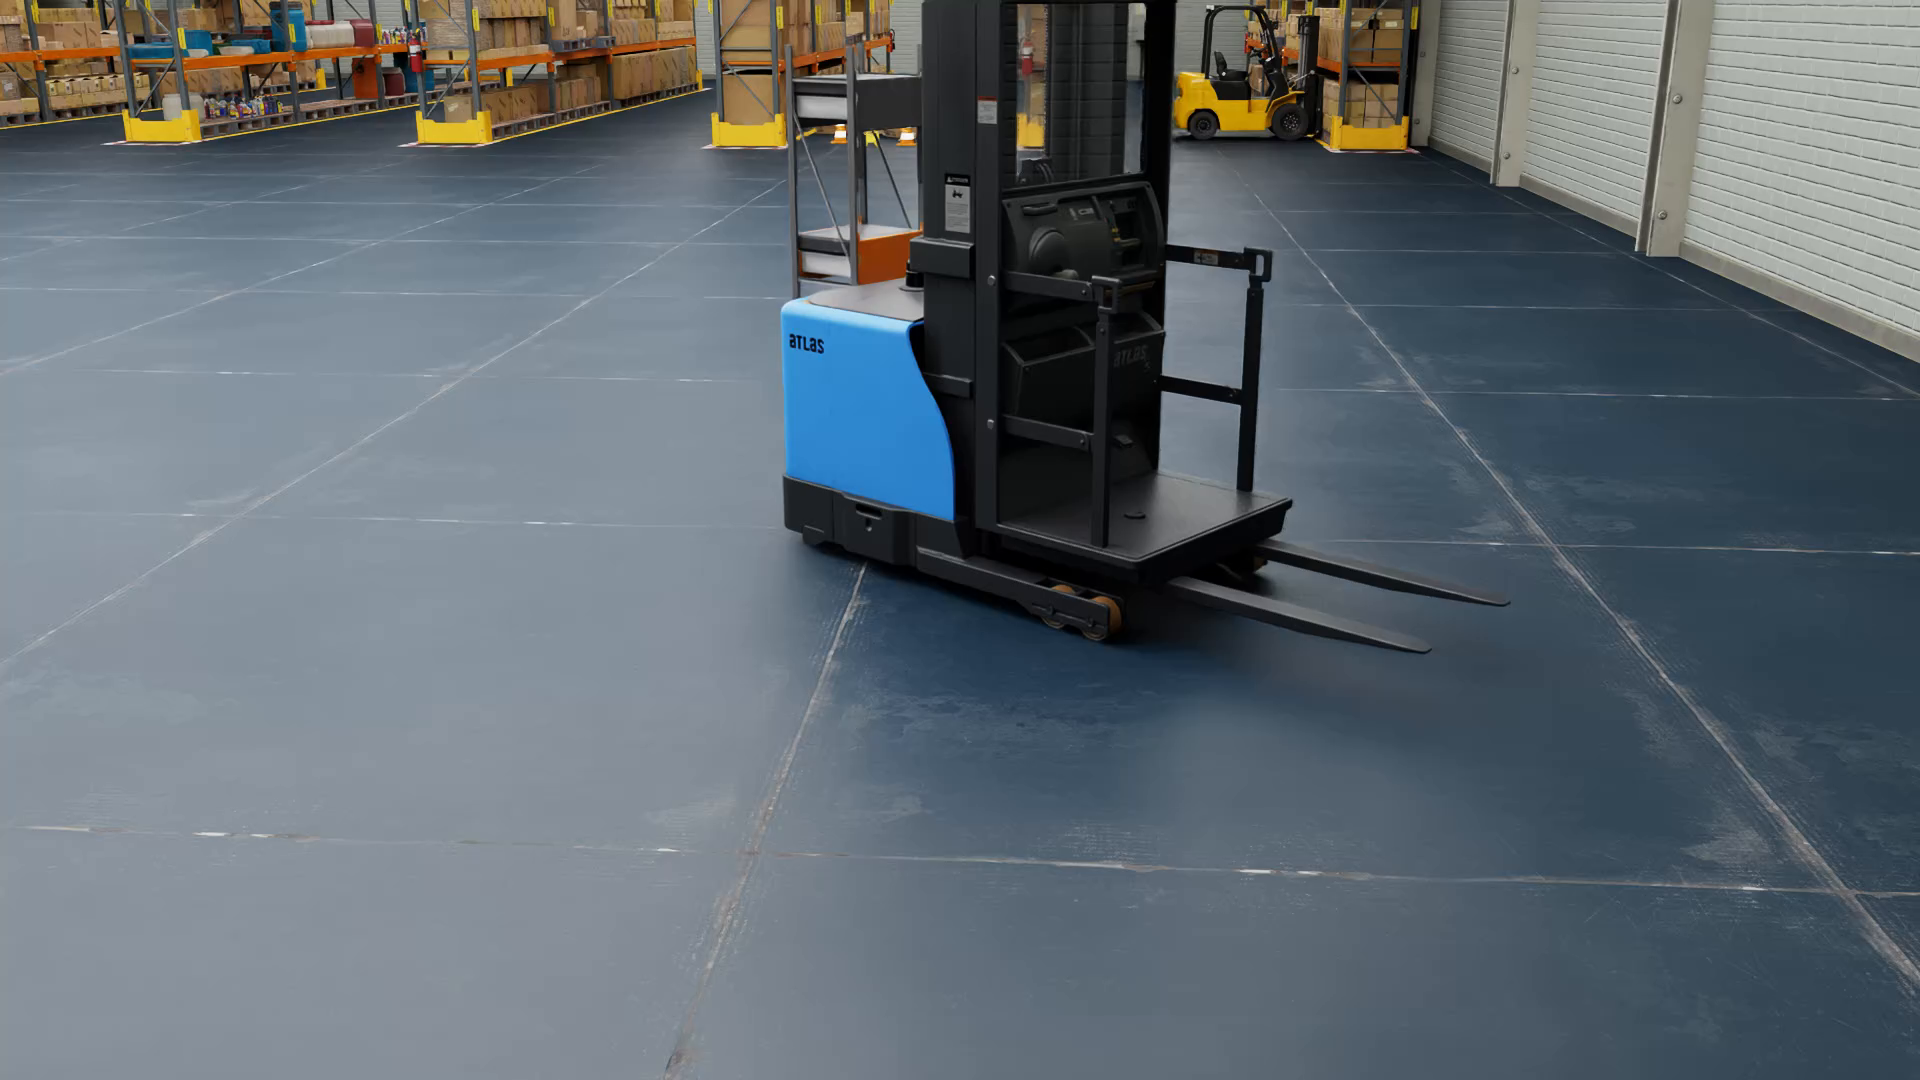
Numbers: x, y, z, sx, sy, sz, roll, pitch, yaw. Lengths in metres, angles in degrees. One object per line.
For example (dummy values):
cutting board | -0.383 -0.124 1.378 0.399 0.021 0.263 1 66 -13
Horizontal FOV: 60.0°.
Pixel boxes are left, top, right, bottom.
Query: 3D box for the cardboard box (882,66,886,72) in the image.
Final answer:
cardboard box | -2.016 -11.610 40.987 0.380 0.149 0.250 1 18 3

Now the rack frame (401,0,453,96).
rack frame | -12.430 -11.823 38.688 1.000 3.000 0.127 1 18 4

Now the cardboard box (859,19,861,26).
cardboard box | -2.420 -11.505 36.969 0.380 0.149 0.250 2 18 6

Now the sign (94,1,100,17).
sign | -18.199 -11.214 35.098 0.100 0.325 0.005 1 18 4

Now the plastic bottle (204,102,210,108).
plastic bottle | -13.541 -7.712 29.809 0.152 0.276 0.135 1 18 2

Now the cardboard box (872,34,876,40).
cardboard box | -2.184 -11.859 39.200 0.380 0.149 0.250 2 18 5

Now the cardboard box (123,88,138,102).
cardboard box | -17.485 -9.256 34.596 0.500 0.250 0.500 1 18 3

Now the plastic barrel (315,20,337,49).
plastic barrel | -12.633 -10.058 33.082 0.433 0.535 0.433 0 18 0

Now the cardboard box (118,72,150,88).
cardboard box | -17.449 -9.684 35.000 0.500 0.311 0.500 2 18 5

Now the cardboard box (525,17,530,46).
cardboard box | -8.228 -9.124 29.812 0.875 0.500 0.500 1 18 4

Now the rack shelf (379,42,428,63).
rack shelf | -12.574 -10.860 36.904 1.077 0.370 4.000 1 18 4

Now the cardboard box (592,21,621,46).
cardboard box | -7.471 -10.663 34.986 0.500 0.500 0.500 2 18 6

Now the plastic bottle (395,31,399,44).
plastic bottle | -12.269 -10.939 36.197 0.097 0.271 0.097 0 18 0

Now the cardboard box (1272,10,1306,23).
cardboard box | 6.991 -10.899 35.028 0.797 0.503 0.637 1 18 3

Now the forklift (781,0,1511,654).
forklift | 0.652 -1.197 6.369 3.031 2.935 1.130 16 24 39

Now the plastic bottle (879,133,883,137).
plastic bottle | -1.422 -6.975 28.612 0.133 0.061 0.283 -5 19 -15

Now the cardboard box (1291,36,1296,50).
cardboard box | 6.712 -9.619 32.204 0.500 0.250 0.500 1 18 2

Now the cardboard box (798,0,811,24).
cardboard box | -3.108 -9.383 29.266 0.875 0.550 0.550 1 18 4

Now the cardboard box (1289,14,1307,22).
cardboard box | 6.724 -10.320 32.898 0.380 0.149 0.250 2 18 5

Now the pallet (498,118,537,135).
pallet | -8.161 -7.313 29.404 1.003 0.211 1.213 1 18 4

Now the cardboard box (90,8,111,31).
cardboard box | -22.093 -13.044 41.933 0.980 0.700 0.700 1 18 3

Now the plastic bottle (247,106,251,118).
plastic bottle | -12.811 -7.700 29.892 0.097 0.201 0.097 0 18 0

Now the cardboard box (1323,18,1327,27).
cardboard box | 6.366 -8.763 28.146 0.380 0.149 0.250 1 18 2

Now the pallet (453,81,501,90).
pallet | -12.241 -11.485 42.135 1.003 0.211 1.213 1 18 4

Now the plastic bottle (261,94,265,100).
plastic bottle | -12.906 -8.085 30.829 0.144 0.351 0.185 1 18 4

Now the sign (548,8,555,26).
sign | -7.522 -9.630 30.603 0.100 0.325 0.005 1 18 4

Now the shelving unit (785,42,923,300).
shelving unit | -0.472 -1.241 7.837 0.431 2.100 0.503 14 23 36

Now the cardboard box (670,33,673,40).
cardboard box | -7.065 -12.002 39.638 0.380 0.149 0.250 1 18 3

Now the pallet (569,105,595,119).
pallet | -7.924 -8.525 33.100 1.003 0.211 1.213 1 18 4

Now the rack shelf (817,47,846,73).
rack shelf | -2.980 -9.365 32.342 1.077 0.370 4.000 1 18 4

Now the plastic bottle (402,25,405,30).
plastic bottle | -12.782 -11.685 38.346 0.144 0.351 0.185 1 18 4

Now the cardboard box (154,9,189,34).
cardboard box | -17.469 -11.417 36.615 0.700 0.500 0.500 5 19 14

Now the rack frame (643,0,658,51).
rack frame | -7.490 -11.713 38.351 1.000 3.000 0.127 1 18 4

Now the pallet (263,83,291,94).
pallet | -17.236 -11.203 41.274 1.003 0.211 1.213 1 18 4

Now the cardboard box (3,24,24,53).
cardboard box | -17.970 -9.360 31.010 0.700 0.500 0.500 1 18 2

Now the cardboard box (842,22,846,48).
cardboard box | -2.601 -10.230 33.665 0.500 0.500 0.500 1 18 4

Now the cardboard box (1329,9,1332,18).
cardboard box | 6.292 -8.666 27.374 0.380 0.149 0.250 2 18 5

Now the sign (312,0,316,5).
sign | -16.532 -13.859 42.534 0.100 0.325 0.005 1 18 4

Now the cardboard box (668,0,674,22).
cardboard box | -7.125 -12.596 39.607 0.500 0.500 0.500 1 18 2

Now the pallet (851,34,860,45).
pallet | -2.736 -10.853 36.034 1.003 0.211 1.213 1 18 4

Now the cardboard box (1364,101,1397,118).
cardboard box | 6.726 -6.927 26.683 0.500 0.250 0.500 2 18 5

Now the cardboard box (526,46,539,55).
cardboard box | -7.798 -8.801 29.869 0.380 0.149 0.250 1 18 4

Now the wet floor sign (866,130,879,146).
wet floor sign | -1.438 -6.671 26.747 0.267 0.644 0.232 -2 18 -6

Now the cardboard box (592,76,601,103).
cardboard box | -7.805 -9.283 34.244 0.700 0.500 0.500 0 18 1

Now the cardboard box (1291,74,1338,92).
cardboard box | 6.961 -8.814 32.644 0.875 0.625 0.625 2 18 6

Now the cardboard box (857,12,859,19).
cardboard box | -2.442 -11.559 36.656 0.380 0.149 0.250 1 18 4

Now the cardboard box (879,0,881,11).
cardboard box | -2.147 -12.846 39.565 0.500 0.500 0.500 1 18 2

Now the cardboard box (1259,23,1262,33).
cardboard box | 7.160 -11.771 38.293 0.500 0.250 0.500 1 18 4

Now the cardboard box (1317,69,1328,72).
cardboard box | 7.407 -9.614 34.245 0.380 0.149 0.250 2 18 7

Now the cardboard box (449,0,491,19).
cardboard box | -8.039 -8.814 27.262 0.500 0.500 0.500 1 18 4
